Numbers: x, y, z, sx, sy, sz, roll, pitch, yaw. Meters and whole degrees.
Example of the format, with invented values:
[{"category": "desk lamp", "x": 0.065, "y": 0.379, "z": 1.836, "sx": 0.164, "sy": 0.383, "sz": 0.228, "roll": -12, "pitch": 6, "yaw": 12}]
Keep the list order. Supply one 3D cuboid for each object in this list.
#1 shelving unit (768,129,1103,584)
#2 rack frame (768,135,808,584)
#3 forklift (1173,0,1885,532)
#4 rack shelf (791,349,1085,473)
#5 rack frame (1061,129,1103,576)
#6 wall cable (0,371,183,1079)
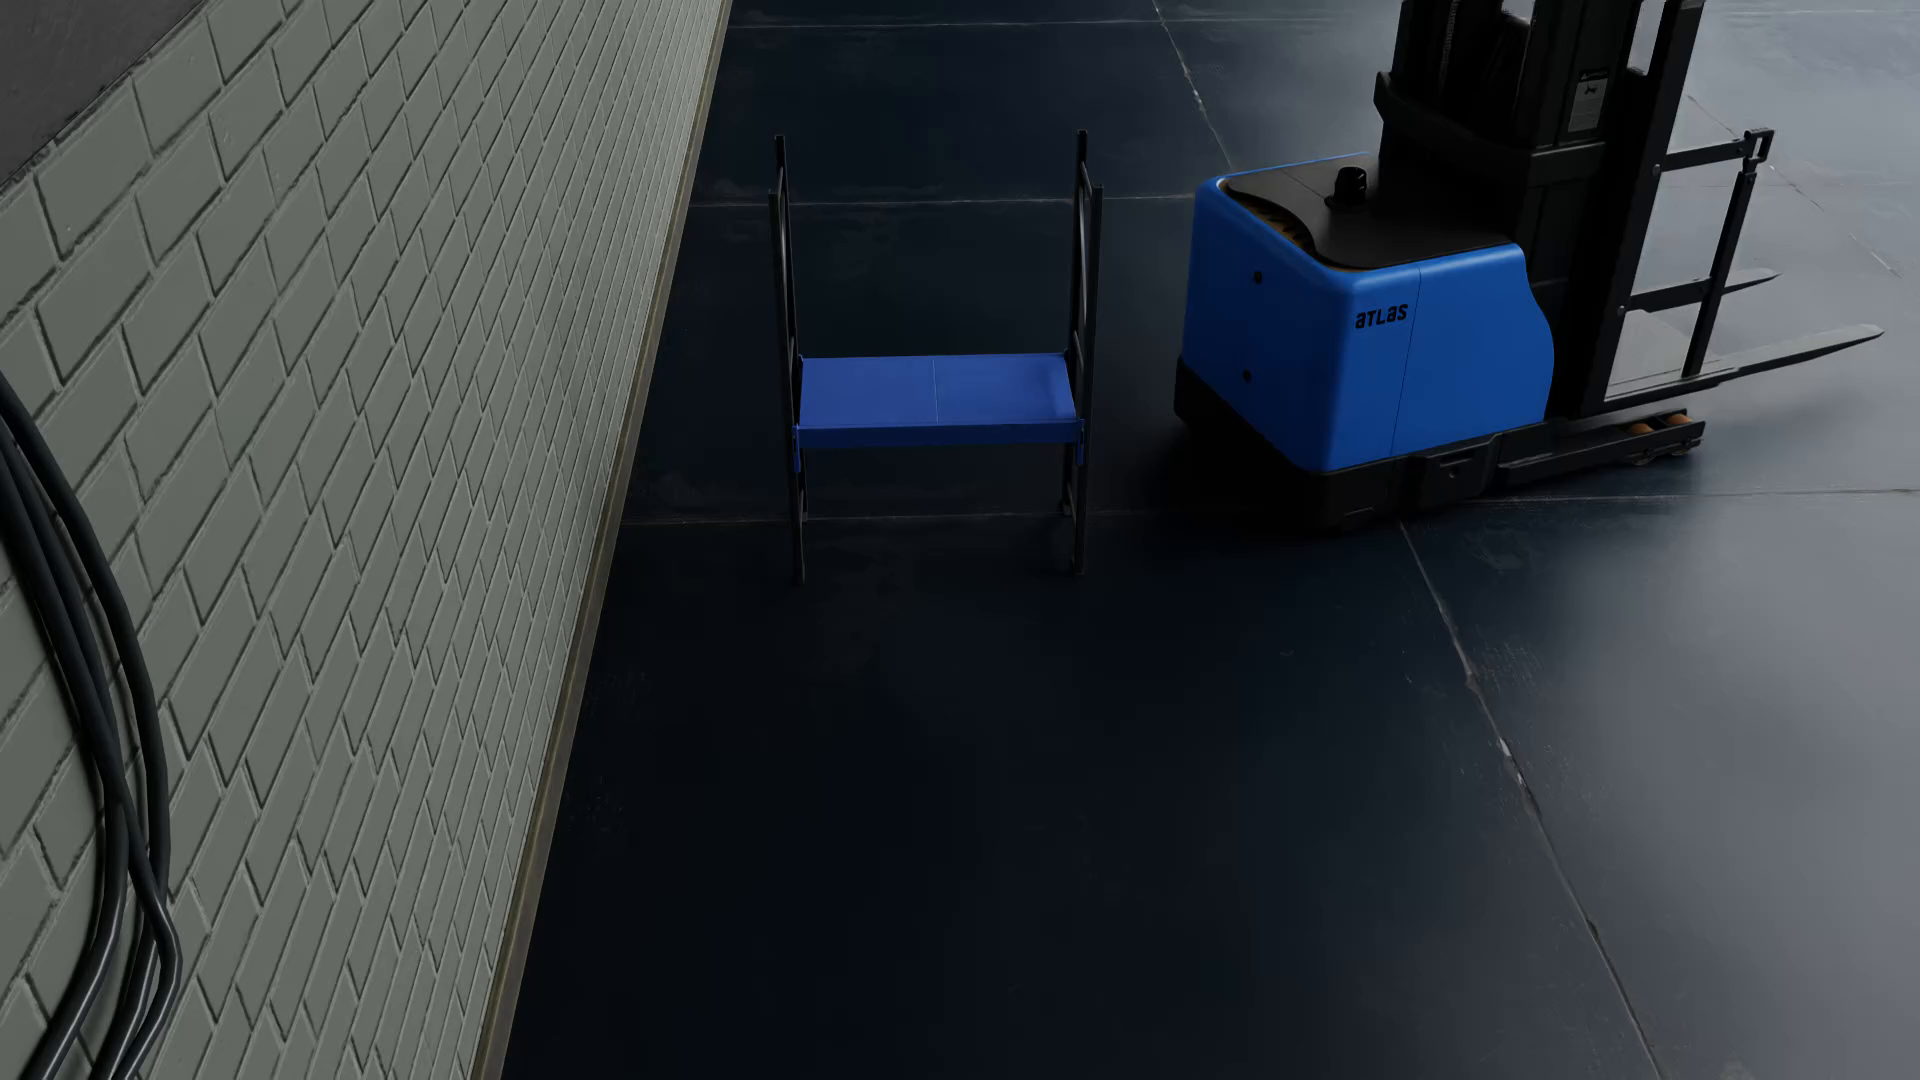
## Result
[{"category": "shelving unit", "x": -0.085, "y": -0.614, "z": 5.820, "sx": 1.048, "sy": 1.500, "sz": 0.538, "roll": -2, "pitch": 35, "yaw": -2}, {"category": "rack frame", "x": -0.593, "y": -0.601, "z": 5.800, "sx": 0.032, "sy": 1.500, "sz": 0.500, "roll": -2, "pitch": 35, "yaw": -2}, {"category": "forklift", "x": 2.455, "y": -1.769, "z": 6.231, "sx": 3.031, "sy": 2.935, "sz": 1.130, "roll": -13, "pitch": 37, "yaw": -18}, {"category": "rack shelf", "x": -0.085, "y": -0.467, "z": 5.922, "sx": 1.000, "sy": 0.185, "sz": 0.538, "roll": -2, "pitch": 35, "yaw": -2}, {"category": "rack frame", "x": 0.423, "y": -0.628, "z": 5.840, "sx": 0.032, "sy": 1.500, "sz": 0.500, "roll": -2, "pitch": 35, "yaw": -2}, {"category": "wall cable", "x": -1.035, "y": 0.353, "z": 0.561, "sx": 0.112, "sy": 2.526, "sz": 3.097, "roll": -2, "pitch": 35, "yaw": -2}]
